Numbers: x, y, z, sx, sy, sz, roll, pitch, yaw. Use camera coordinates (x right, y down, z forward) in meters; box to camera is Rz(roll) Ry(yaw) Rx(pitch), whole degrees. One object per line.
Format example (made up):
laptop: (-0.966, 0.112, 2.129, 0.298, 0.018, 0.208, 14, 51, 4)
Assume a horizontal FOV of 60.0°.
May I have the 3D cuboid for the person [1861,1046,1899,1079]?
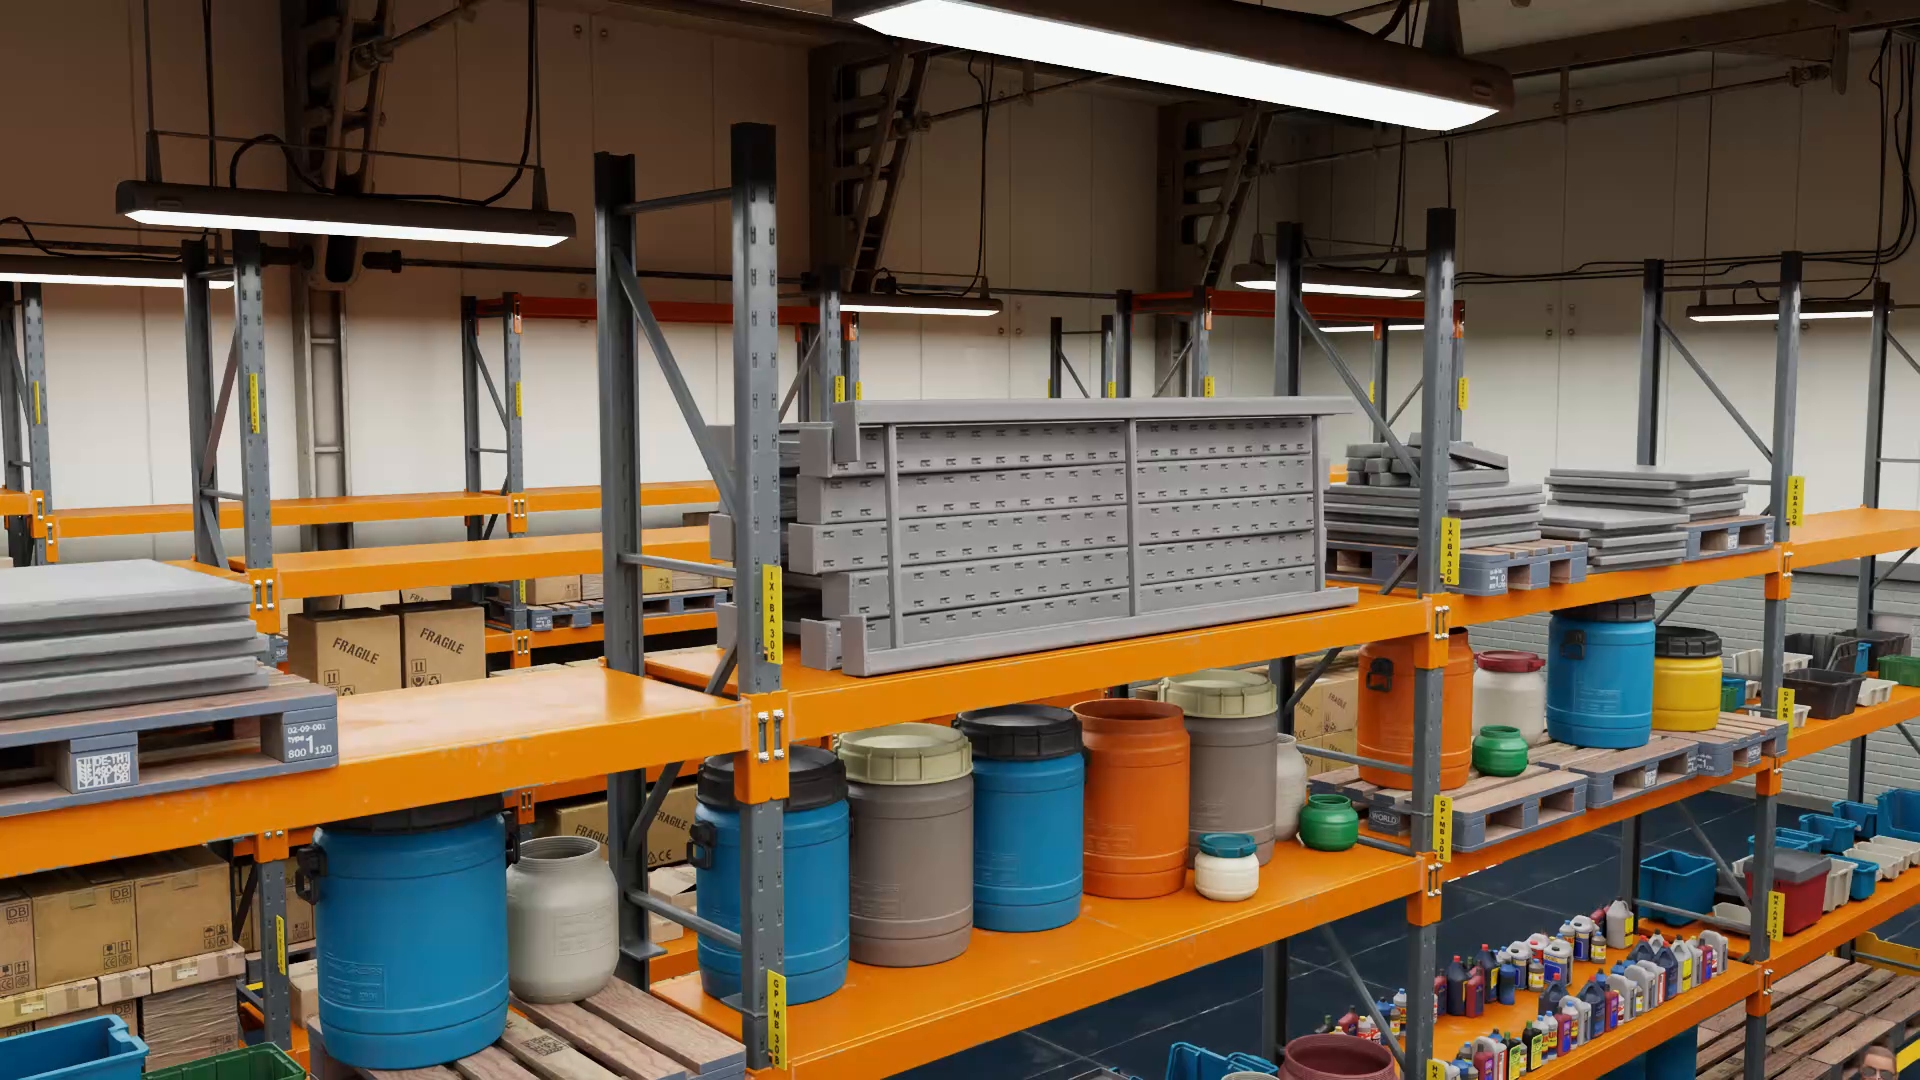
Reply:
person: (4.730, 3.476, 8.633, 0.681, 1.763, 0.909, 4, 6, 33)
